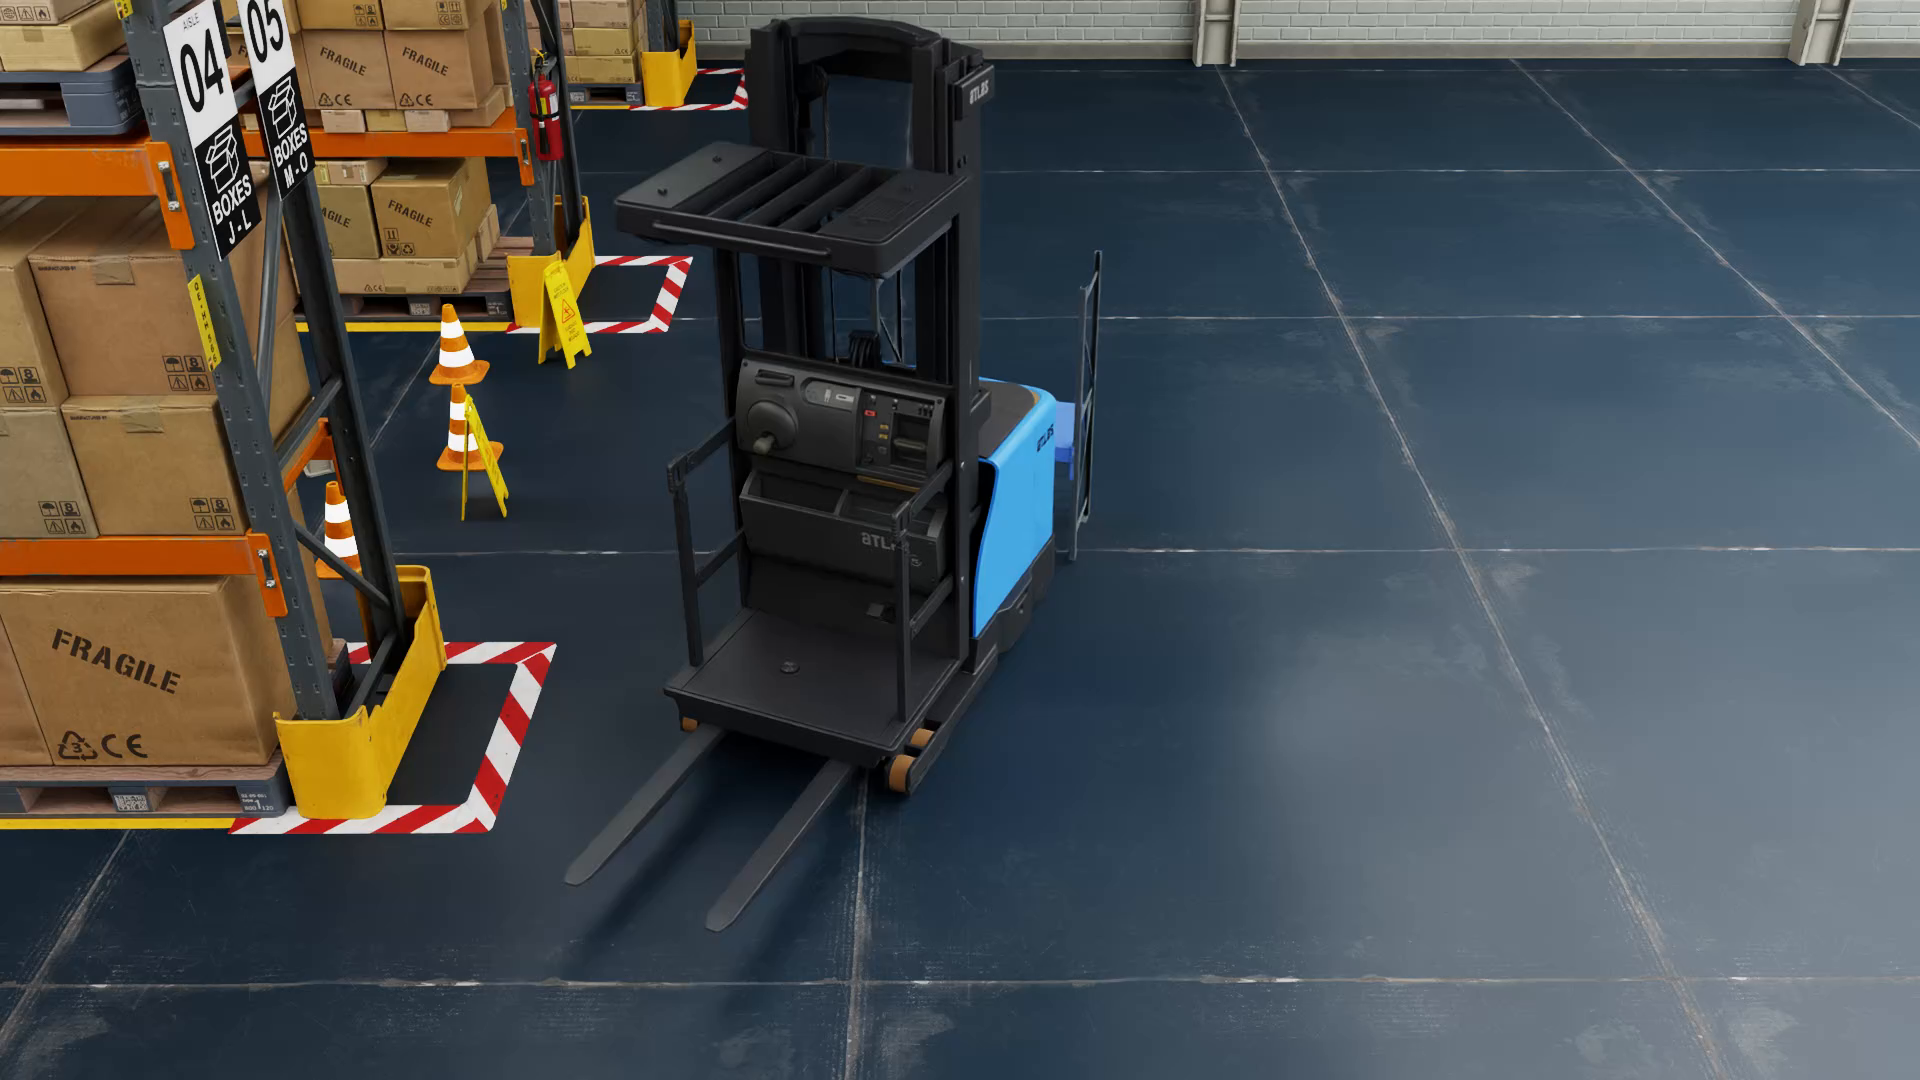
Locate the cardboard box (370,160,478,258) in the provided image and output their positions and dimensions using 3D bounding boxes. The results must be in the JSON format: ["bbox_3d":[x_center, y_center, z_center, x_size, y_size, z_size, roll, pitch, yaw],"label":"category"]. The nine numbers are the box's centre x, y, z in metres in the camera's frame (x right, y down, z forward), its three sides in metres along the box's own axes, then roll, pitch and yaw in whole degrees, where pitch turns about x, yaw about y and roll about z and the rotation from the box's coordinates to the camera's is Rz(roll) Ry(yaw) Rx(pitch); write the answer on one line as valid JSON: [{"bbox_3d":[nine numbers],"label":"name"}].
[{"bbox_3d":[-3.529,-2.189,10.989,0.500,0.500,0.500,0,31,0],"label":"cardboard box"}]

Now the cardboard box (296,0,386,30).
[{"bbox_3d":[-3.745,-3.487,10.258,0.500,0.500,0.700,0,31,0],"label":"cardboard box"}]

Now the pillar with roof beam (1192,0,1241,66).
[{"bbox_3d":[2.561,-6.393,10.611,0.400,9.000,9.100,0,31,0],"label":"pillar with roof beam"}]

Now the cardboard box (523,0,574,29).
[{"bbox_3d":[-3.733,-4.840,15.118,0.500,0.250,0.500,0,31,1],"label":"cardboard box"}]

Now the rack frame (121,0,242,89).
[{"bbox_3d":[-2.599,-3.000,5.019,0.127,3.000,1.000,0,31,0],"label":"rack frame"}]

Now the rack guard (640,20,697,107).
[{"bbox_3d":[-2.739,-4.508,15.698,0.348,0.500,1.175,0,31,0],"label":"rack guard"}]

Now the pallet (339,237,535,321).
[{"bbox_3d":[-3.618,-1.825,11.555,1.213,0.211,1.003,0,31,0],"label":"pallet"}]

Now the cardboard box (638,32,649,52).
[{"bbox_3d":[-3.256,-4.681,15.819,0.500,0.250,0.500,0,31,0],"label":"cardboard box"}]

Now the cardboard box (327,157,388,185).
[{"bbox_3d":[-3.896,-2.430,10.761,0.250,0.149,0.380,1,31,1],"label":"cardboard box"}]

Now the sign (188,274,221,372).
[{"bbox_3d":[-2.610,-0.749,5.749,0.005,0.325,0.100,0,31,0],"label":"sign"}]

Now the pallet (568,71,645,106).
[{"bbox_3d":[-3.528,-4.360,15.733,1.213,0.211,1.003,0,31,0],"label":"pallet"}]

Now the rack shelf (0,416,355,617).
[{"bbox_3d":[-4.599,-0.121,6.751,4.000,0.370,1.077,0,31,0],"label":"rack shelf"}]

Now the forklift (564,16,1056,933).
[{"bbox_3d":[-0.578,-0.439,6.647,1.130,2.935,3.031,13,33,20],"label":"forklift"}]

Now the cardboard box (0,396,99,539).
[{"bbox_3d":[-3.520,-0.461,6.474,0.550,0.550,0.875,0,31,0],"label":"cardboard box"}]

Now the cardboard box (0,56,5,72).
[{"bbox_3d":[-3.181,-1.655,5.435,0.250,0.149,0.380,0,31,0],"label":"cardboard box"}]

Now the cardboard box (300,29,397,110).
[{"bbox_3d":[-3.772,-3.028,10.466,0.500,0.500,0.500,0,31,0],"label":"cardboard box"}]

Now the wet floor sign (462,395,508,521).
[{"bbox_3d":[-2.582,-0.455,8.878,0.232,0.644,0.267,-5,32,-9],"label":"wet floor sign"}]

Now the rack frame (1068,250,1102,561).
[{"bbox_3d":[0.630,-0.662,8.396,0.032,1.500,0.500,7,32,11],"label":"rack frame"}]

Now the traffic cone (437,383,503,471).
[{"bbox_3d":[-2.805,-0.672,9.412,0.334,0.463,0.336,0,31,0],"label":"traffic cone"}]

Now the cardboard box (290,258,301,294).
[{"bbox_3d":[-4.578,-1.862,11.173,0.500,0.250,0.500,-1,31,-2],"label":"cardboard box"}]

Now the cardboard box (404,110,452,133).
[{"bbox_3d":[-3.355,-2.724,10.590,0.250,0.149,0.380,-1,31,-1],"label":"cardboard box"}]

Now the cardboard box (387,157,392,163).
[{"bbox_3d":[-4.085,-2.463,11.441,0.500,0.500,0.500,-1,31,-2],"label":"cardboard box"}]

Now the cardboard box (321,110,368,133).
[{"bbox_3d":[-3.869,-2.718,10.580,0.250,0.149,0.380,0,31,1],"label":"cardboard box"}]

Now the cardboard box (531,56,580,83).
[{"bbox_3d":[-3.729,-4.419,15.387,0.500,0.250,0.500,0,31,0],"label":"cardboard box"}]

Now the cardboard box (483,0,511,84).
[{"bbox_3d":[-3.205,-3.314,10.938,0.500,0.500,0.500,-1,31,-1],"label":"cardboard box"}]

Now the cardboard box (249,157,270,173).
[{"bbox_3d":[-4.411,-2.431,10.763,0.250,0.149,0.380,1,31,2],"label":"cardboard box"}]

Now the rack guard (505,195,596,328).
[{"bbox_3d":[-2.806,-1.933,11.454,0.348,0.500,1.175,0,31,0],"label":"rack guard"}]

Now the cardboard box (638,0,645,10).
[{"bbox_3d":[-3.245,-5.105,15.554,0.500,0.250,0.500,-1,31,-1],"label":"cardboard box"}]

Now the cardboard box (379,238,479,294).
[{"bbox_3d":[-3.561,-1.864,11.176,0.500,0.250,0.500,0,31,-1],"label":"cardboard box"}]

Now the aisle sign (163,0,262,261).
[{"bbox_3d":[-2.526,-1.391,5.644,0.004,0.787,0.394,0,31,0],"label":"aisle sign"}]

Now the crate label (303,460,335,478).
[{"bbox_3d":[-3.591,-0.498,9.439,0.298,0.136,0.250,-17,35,-26],"label":"crate label"}]

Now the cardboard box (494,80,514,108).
[{"bbox_3d":[-3.071,-3.001,11.046,0.250,0.149,0.380,0,31,0],"label":"cardboard box"}]

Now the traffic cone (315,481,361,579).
[{"bbox_3d":[-3.139,-0.085,8.444,0.334,0.463,0.336,0,31,0],"label":"traffic cone"}]

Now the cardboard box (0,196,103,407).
[{"bbox_3d":[-3.520,-0.930,6.205,0.550,0.550,0.875,0,31,0],"label":"cardboard box"}]

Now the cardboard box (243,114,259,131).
[{"bbox_3d":[-4.381,-2.742,10.620,0.250,0.149,0.380,0,31,-1],"label":"cardboard box"}]

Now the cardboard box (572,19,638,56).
[{"bbox_3d":[-3.248,-4.631,15.255,0.500,0.250,0.500,-1,31,-1],"label":"cardboard box"}]

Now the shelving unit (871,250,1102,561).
[{"bbox_3d":[0.135,-0.721,8.492,1.048,1.500,0.538,7,32,11],"label":"shelving unit"}]

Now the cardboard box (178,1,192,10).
[{"bbox_3d":[-2.944,-1.997,5.999,0.250,0.149,0.380,0,31,0],"label":"cardboard box"}]

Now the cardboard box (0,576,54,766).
[{"bbox_3d":[-4.156,0.334,6.951,0.875,0.875,0.875,-1,31,-1],"label":"cardboard box"}]

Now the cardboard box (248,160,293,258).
[{"bbox_3d":[-4.556,-2.187,10.987,0.500,0.500,0.500,-1,31,-1],"label":"cardboard box"}]

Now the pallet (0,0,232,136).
[{"bbox_3d":[-3.341,-1.671,5.807,1.213,0.211,1.003,0,31,0],"label":"pallet"}]

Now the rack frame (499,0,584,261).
[{"bbox_3d":[-2.730,-3.002,10.806,0.127,3.000,1.000,0,31,0],"label":"rack frame"}]
